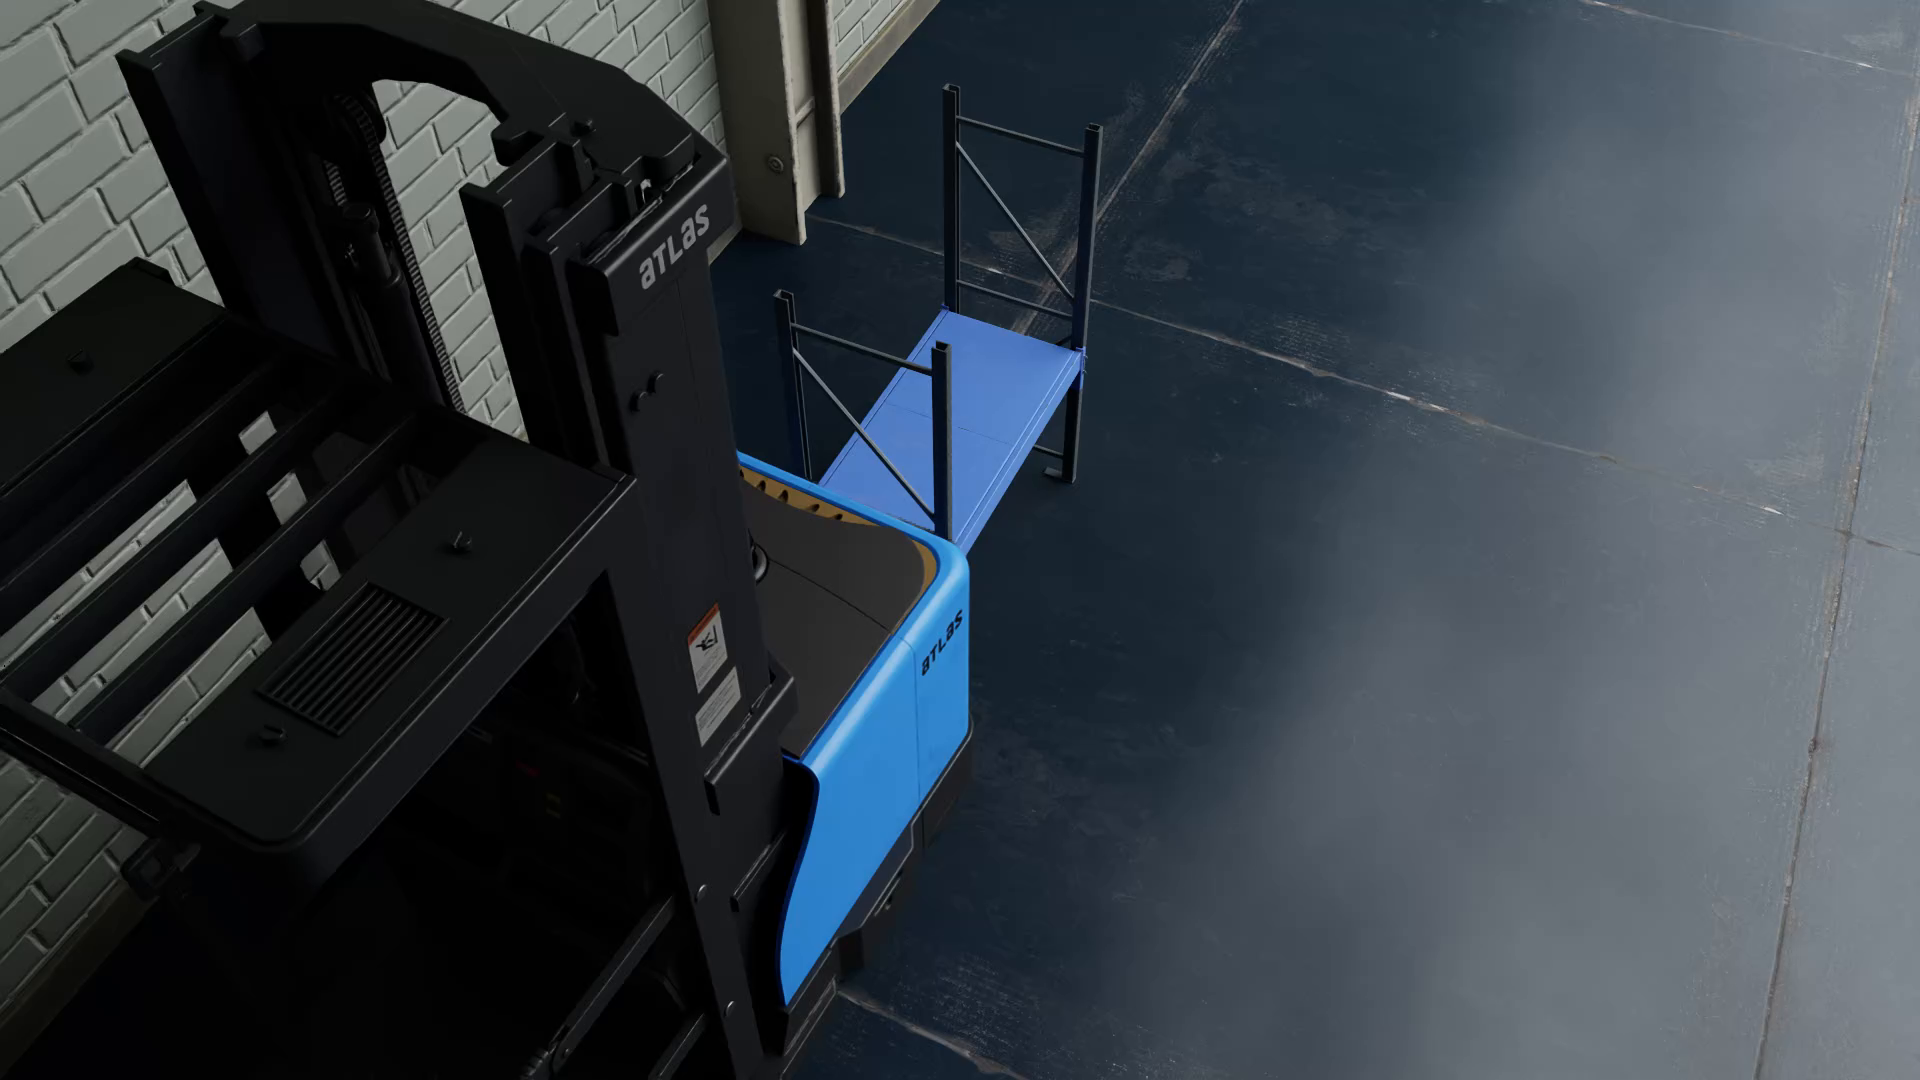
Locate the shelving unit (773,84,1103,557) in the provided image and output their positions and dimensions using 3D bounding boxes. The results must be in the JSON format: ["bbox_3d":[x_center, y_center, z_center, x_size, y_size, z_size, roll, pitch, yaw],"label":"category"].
[{"bbox_3d":[-0.036,-0.427,5.129,0.538,1.500,1.048,20,52,16],"label":"shelving unit"}]

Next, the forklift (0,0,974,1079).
[{"bbox_3d":[-1.119,0.573,3.338,1.130,2.935,3.031,23,53,18],"label":"forklift"}]

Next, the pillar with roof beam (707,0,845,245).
[{"bbox_3d":[3.188,-2.900,2.309,9.100,9.000,0.400,20,52,16],"label":"pillar with roof beam"}]

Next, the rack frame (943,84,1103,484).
[{"bbox_3d":[0.181,-0.777,5.427,0.500,1.500,0.032,20,52,16],"label":"rack frame"}]

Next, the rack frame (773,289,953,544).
[{"bbox_3d":[-0.254,-0.077,4.831,0.500,1.500,0.032,20,52,16],"label":"rack frame"}]

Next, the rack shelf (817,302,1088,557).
[{"bbox_3d":[-0.036,-0.311,5.266,0.538,0.185,1.000,20,52,16],"label":"rack shelf"}]
